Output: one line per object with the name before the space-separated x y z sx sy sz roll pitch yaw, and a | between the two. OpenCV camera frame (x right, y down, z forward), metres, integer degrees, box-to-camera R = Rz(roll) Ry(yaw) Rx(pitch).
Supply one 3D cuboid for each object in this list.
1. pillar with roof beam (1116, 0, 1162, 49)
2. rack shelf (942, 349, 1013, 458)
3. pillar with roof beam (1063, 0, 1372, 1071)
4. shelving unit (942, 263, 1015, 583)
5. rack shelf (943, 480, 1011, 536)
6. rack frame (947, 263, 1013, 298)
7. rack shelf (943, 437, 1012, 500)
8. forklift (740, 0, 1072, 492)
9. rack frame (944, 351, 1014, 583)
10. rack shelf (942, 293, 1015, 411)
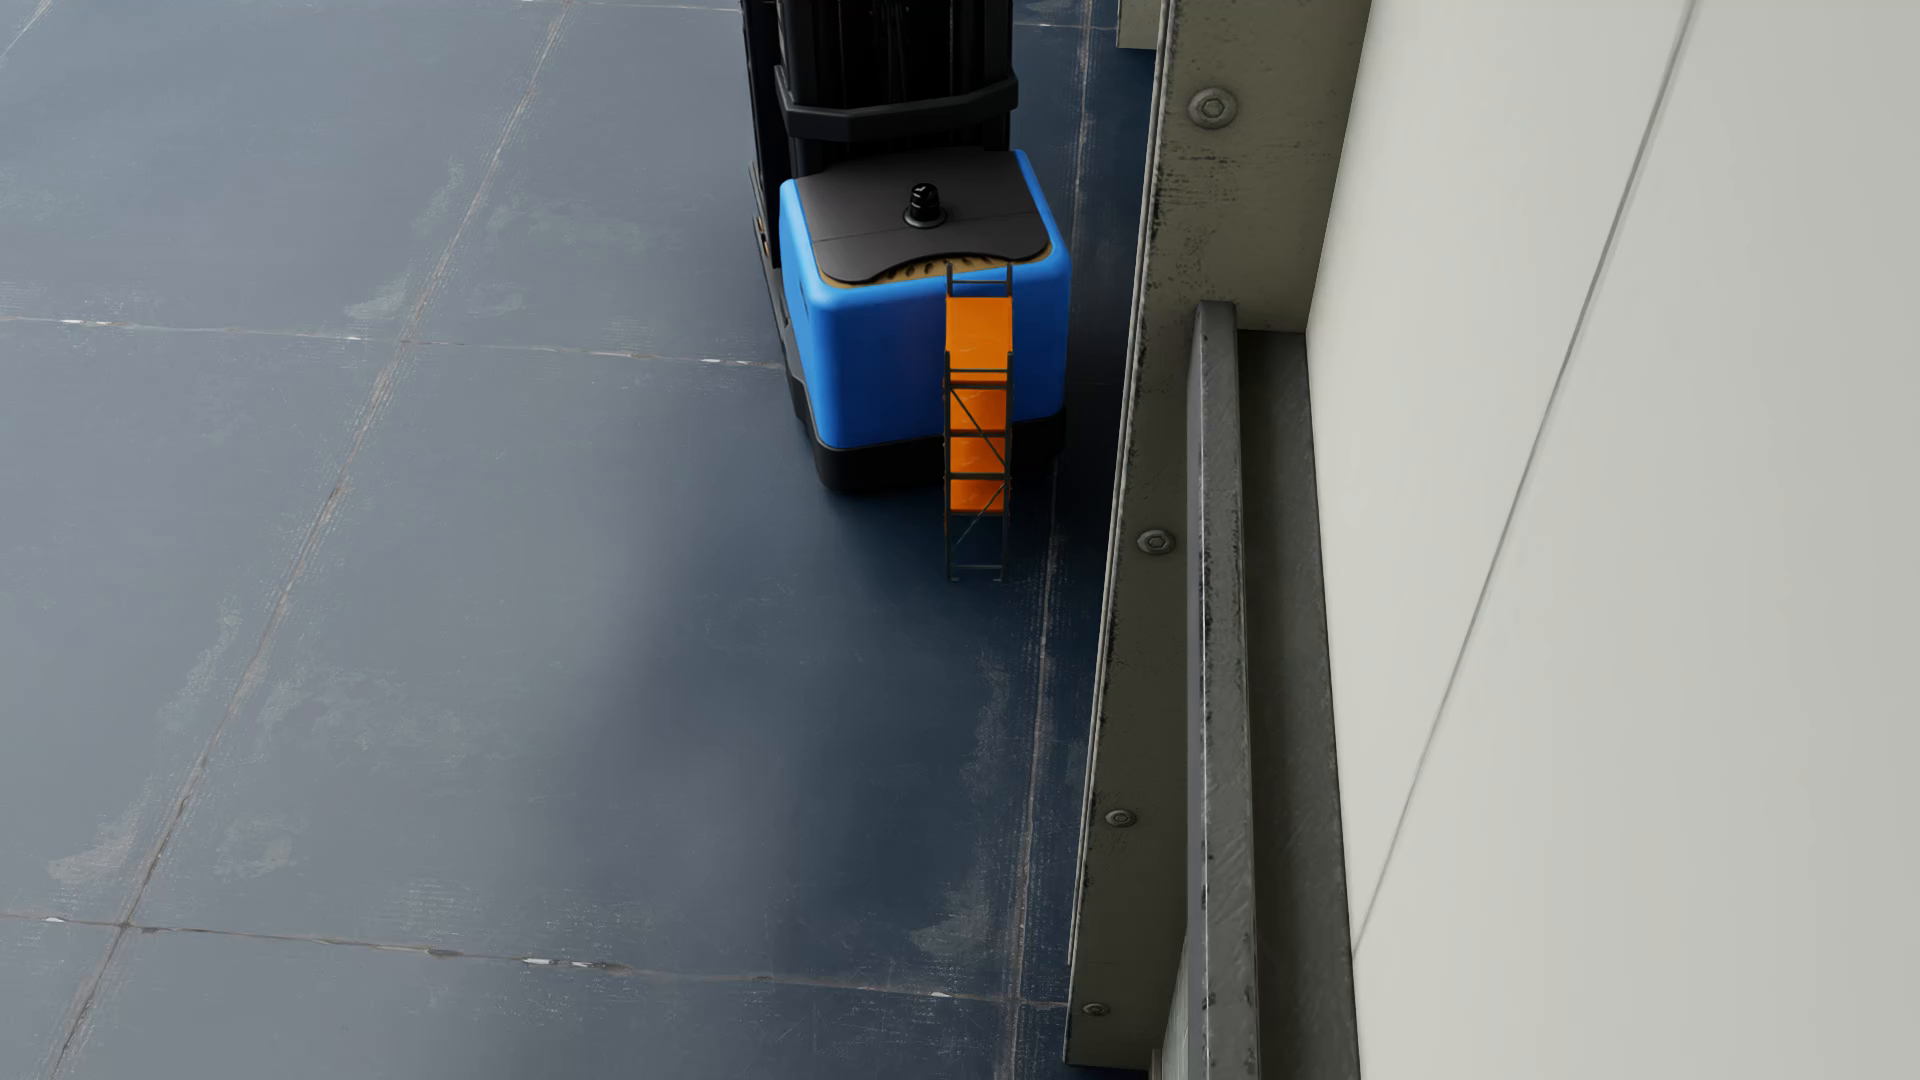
pillar with roof beam | -3.243 -6.216 6.363 9.100 9.000 0.400 4 48 4
rack shelf | 0.068 -0.528 6.234 0.258 0.148 0.480 1 48 1
pillar with roof beam | -3.790 -1.807 2.330 9.100 9.000 0.400 4 48 4
shelving unit | 0.068 -0.422 6.349 0.258 1.200 0.503 1 48 1
rack shelf | 0.068 -0.243 6.545 0.258 0.148 0.480 1 48 1
rack frame | 0.072 -0.602 6.514 0.240 1.200 0.015 1 48 1
rack shelf | 0.068 -0.377 6.399 0.258 0.148 0.480 1 48 1
forklift | -0.379 -2.296 6.890 1.130 2.935 3.031 -9 48 -9
rack frame | 0.065 -0.242 6.185 0.240 1.200 0.015 1 48 1
rack shelf | 0.068 -0.688 6.059 0.258 0.148 0.480 1 48 1
